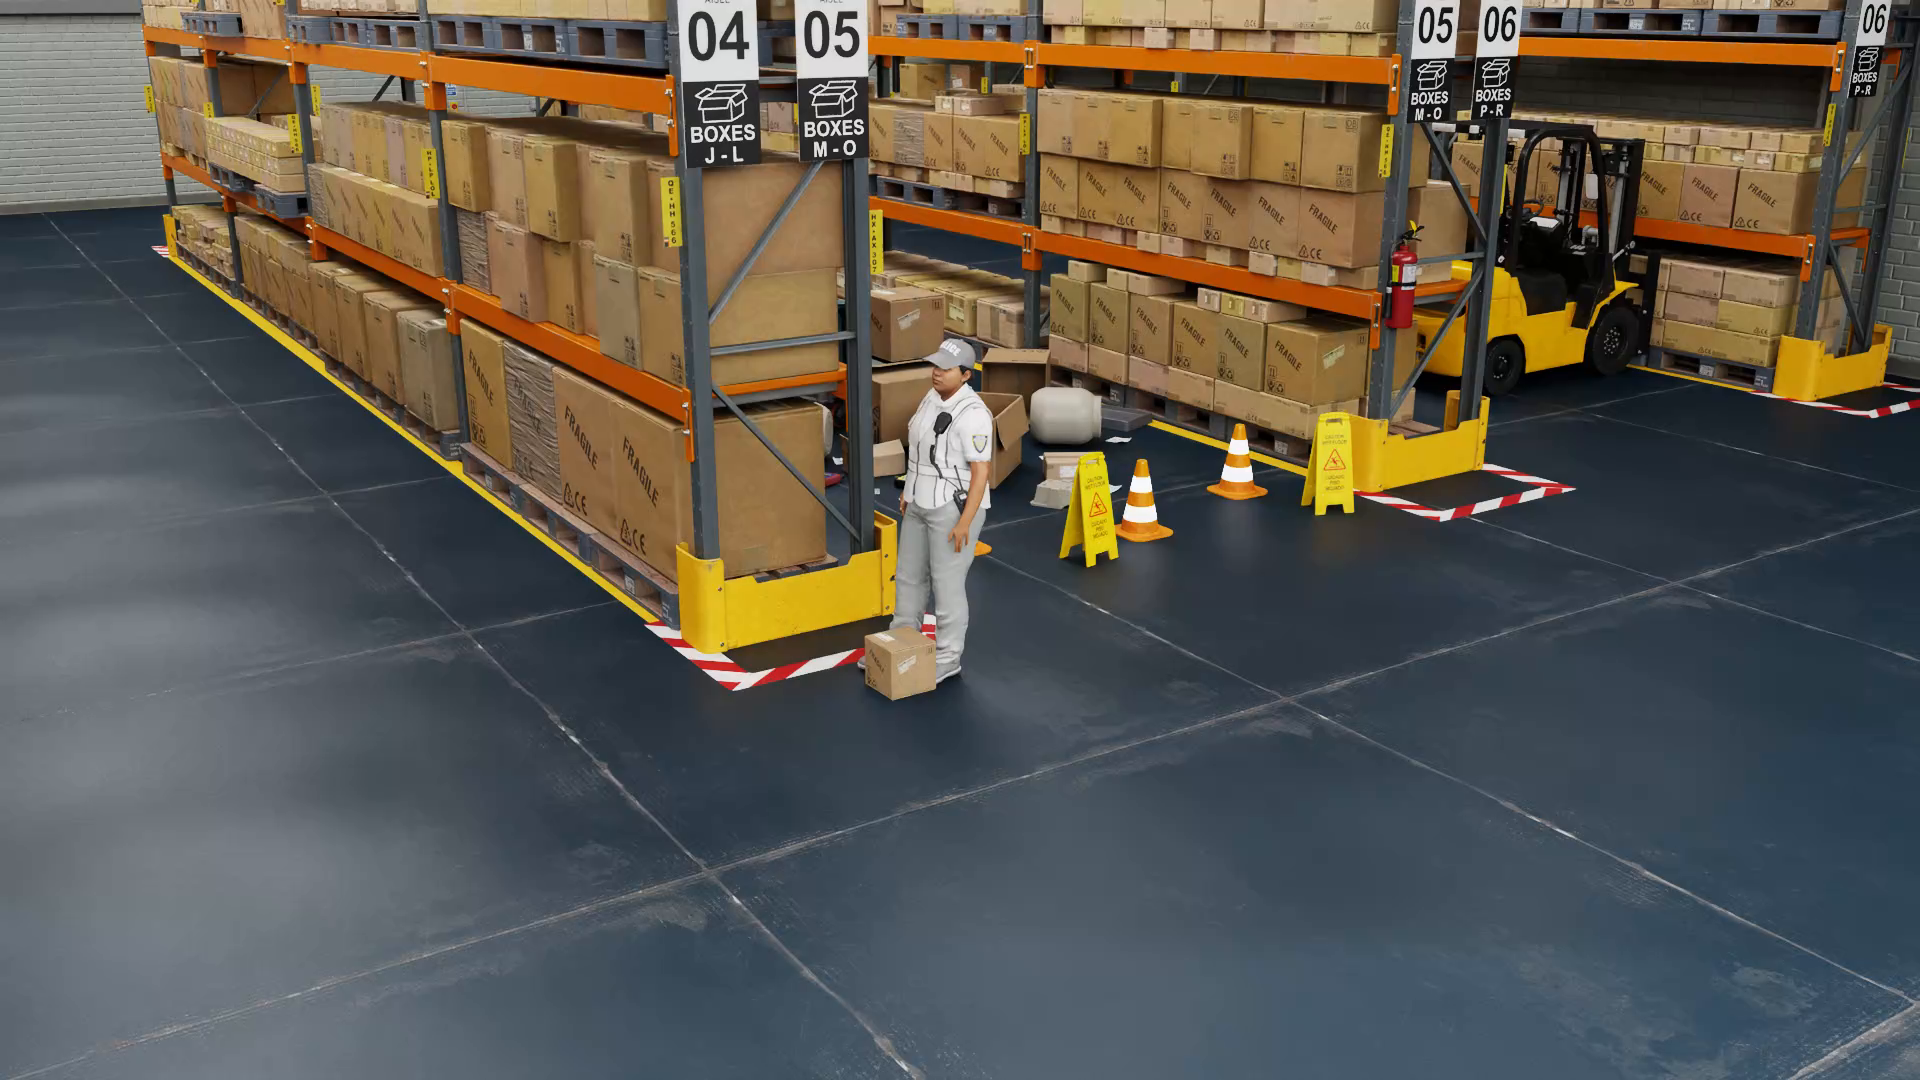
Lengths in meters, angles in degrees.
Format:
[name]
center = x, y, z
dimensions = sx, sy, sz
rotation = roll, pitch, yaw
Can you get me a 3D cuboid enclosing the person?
[person]
center = -0.152, -0.132, 7.920
dimensions = 0.529, 1.670, 0.597
rotation = -11, 21, -30
